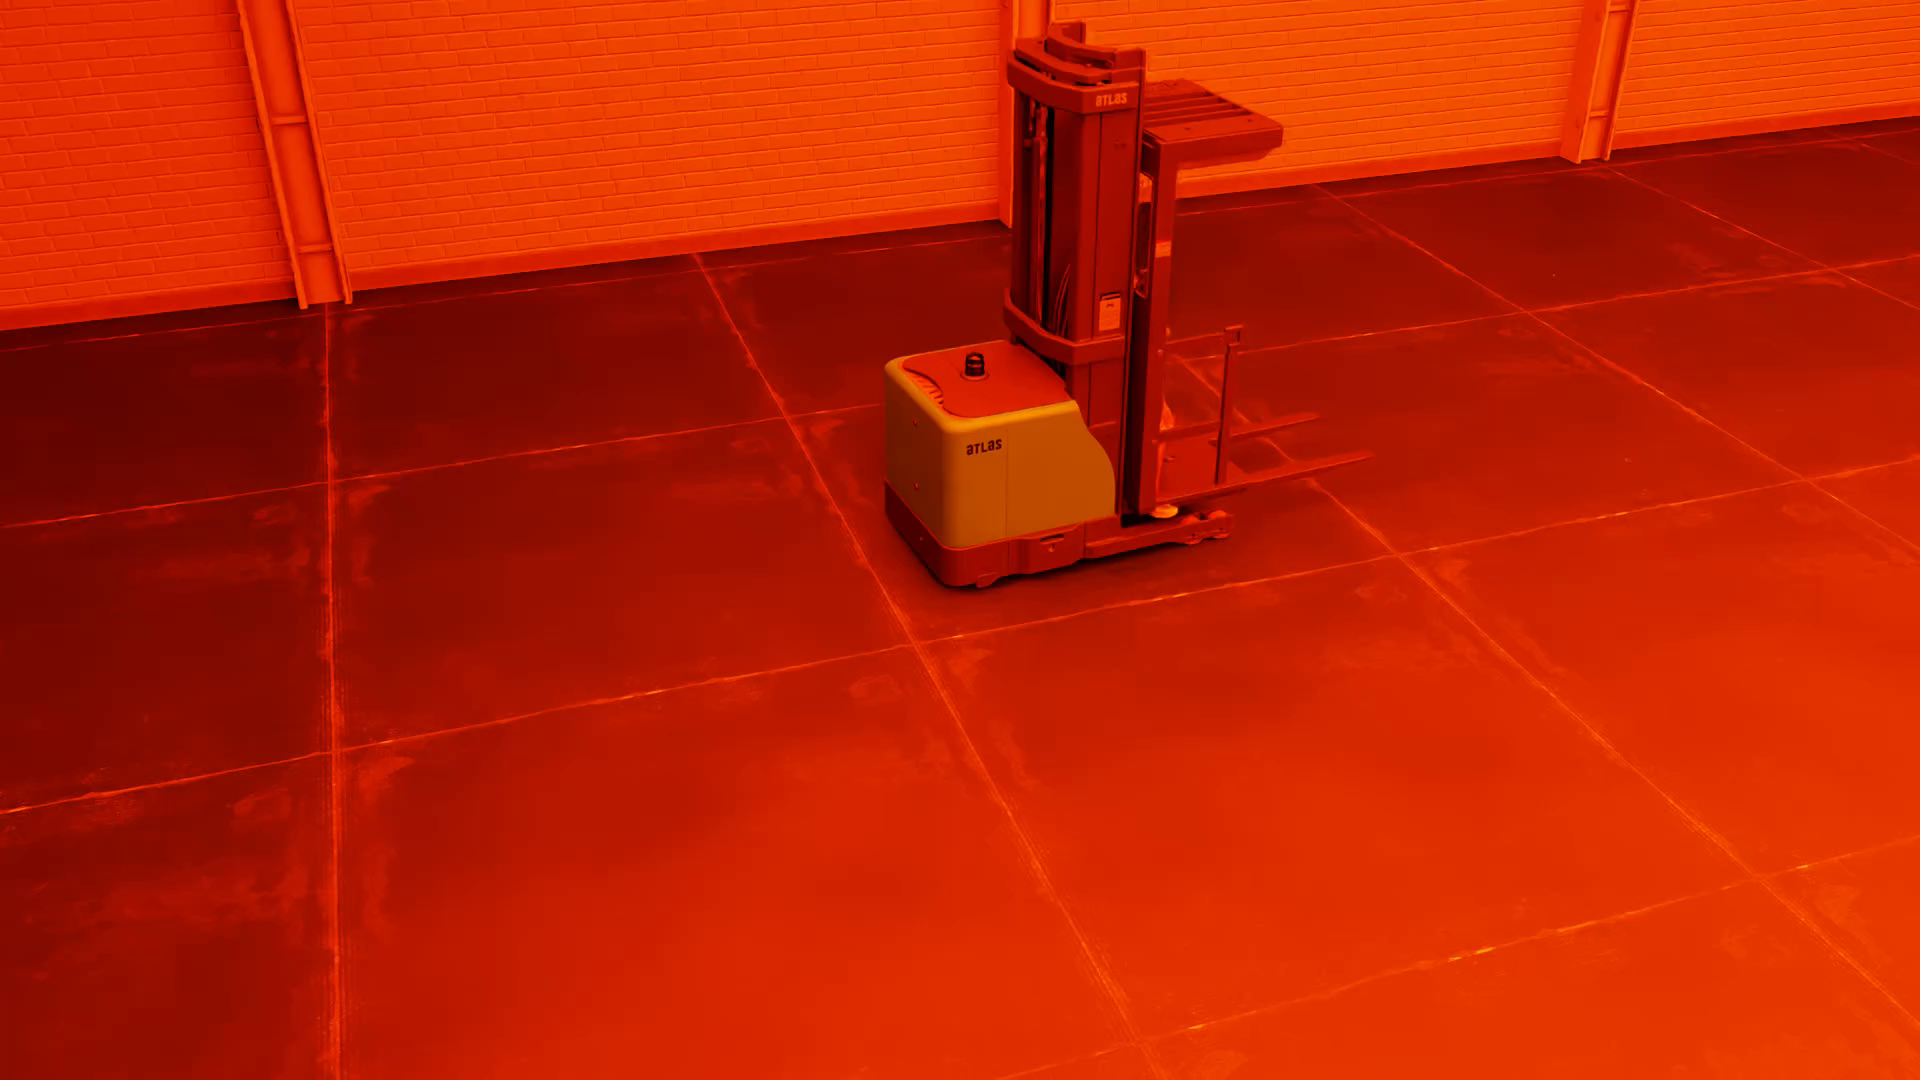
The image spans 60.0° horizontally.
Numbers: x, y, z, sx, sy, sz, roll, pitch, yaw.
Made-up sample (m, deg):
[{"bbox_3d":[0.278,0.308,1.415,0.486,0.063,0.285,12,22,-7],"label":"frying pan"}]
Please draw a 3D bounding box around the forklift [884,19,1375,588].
[{"bbox_3d":[1.107,-1.470,9.642,3.031,2.935,1.130,-12,32,-20],"label":"forklift"}]

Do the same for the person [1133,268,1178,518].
[{"bbox_3d":[1.082,-0.911,9.890,0.713,1.498,0.728,12,32,19],"label":"person"}]
